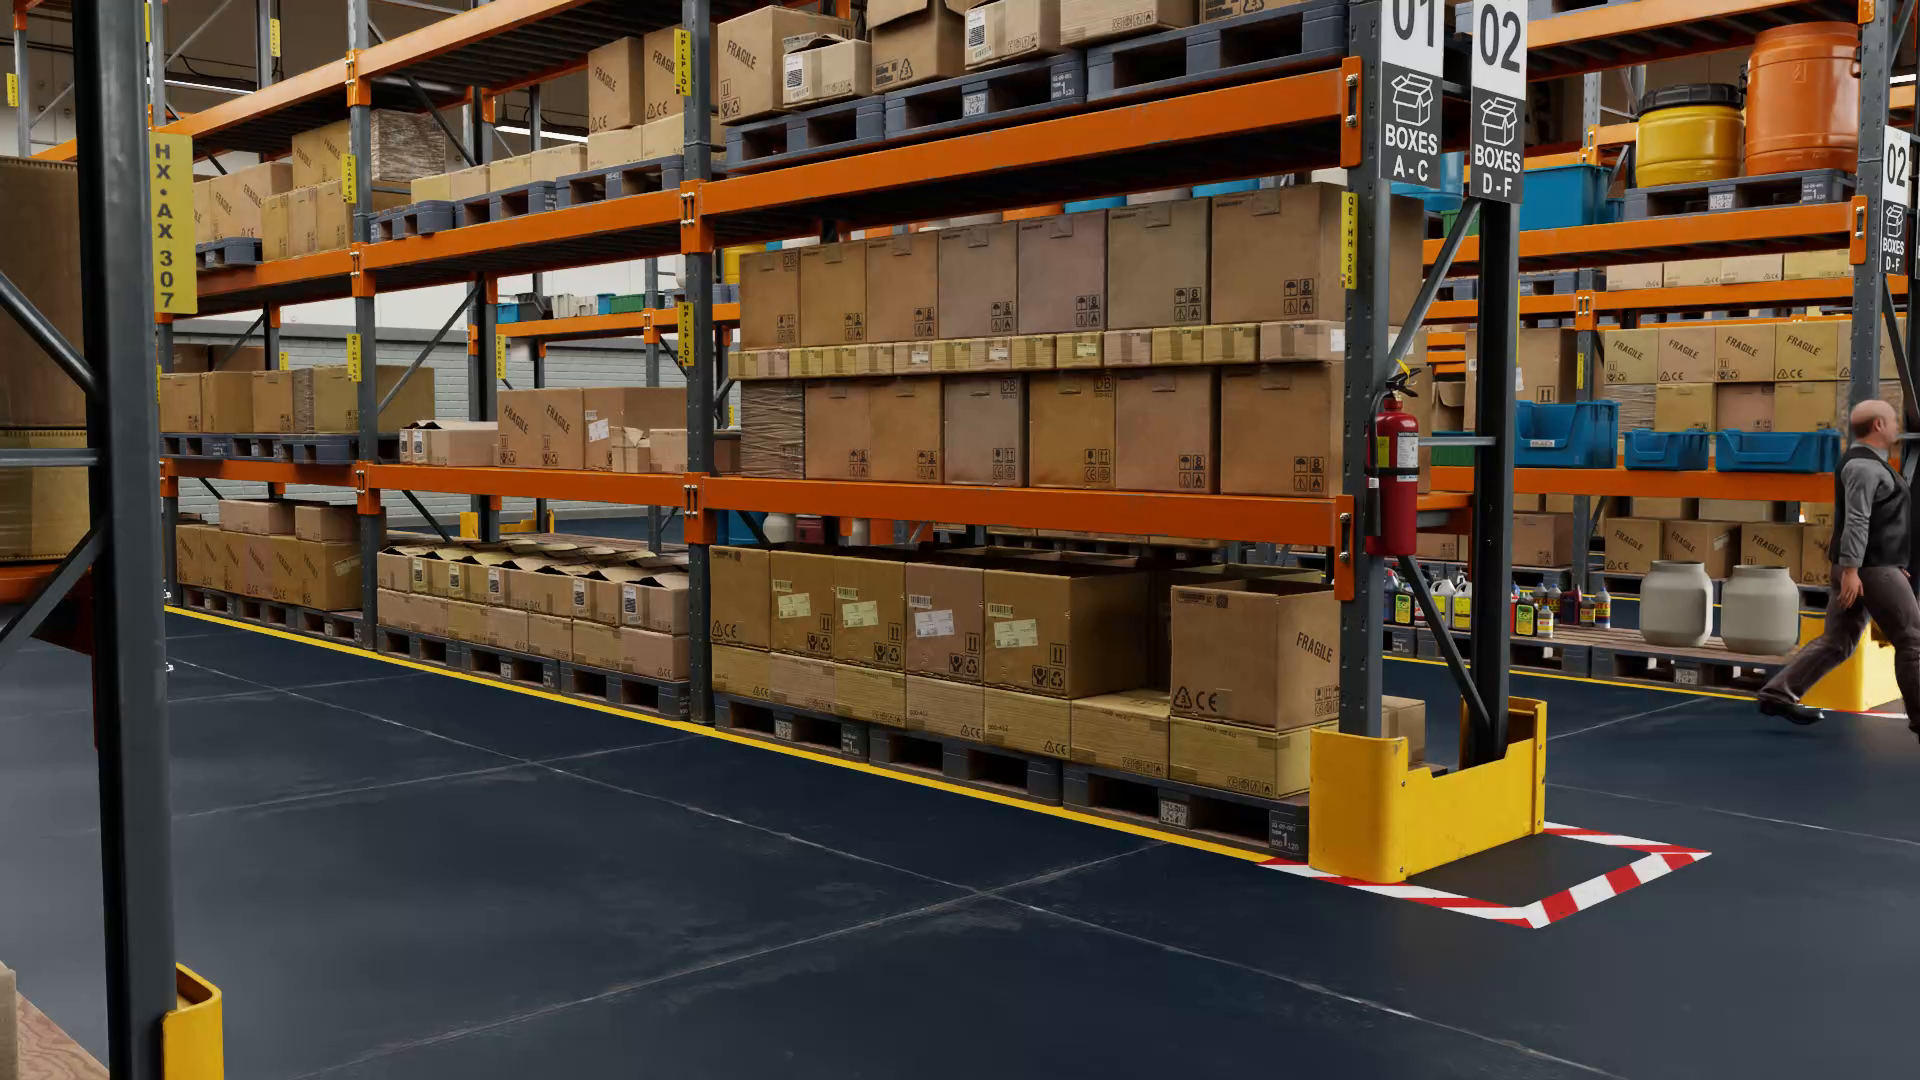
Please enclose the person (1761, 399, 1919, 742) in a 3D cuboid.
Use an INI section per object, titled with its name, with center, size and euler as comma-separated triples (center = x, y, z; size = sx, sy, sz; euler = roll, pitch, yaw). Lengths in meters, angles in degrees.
[person]
center = 4.541, 0.146, 8.243
size = 0.988, 1.687, 0.561
euler = 2, 4, 22
